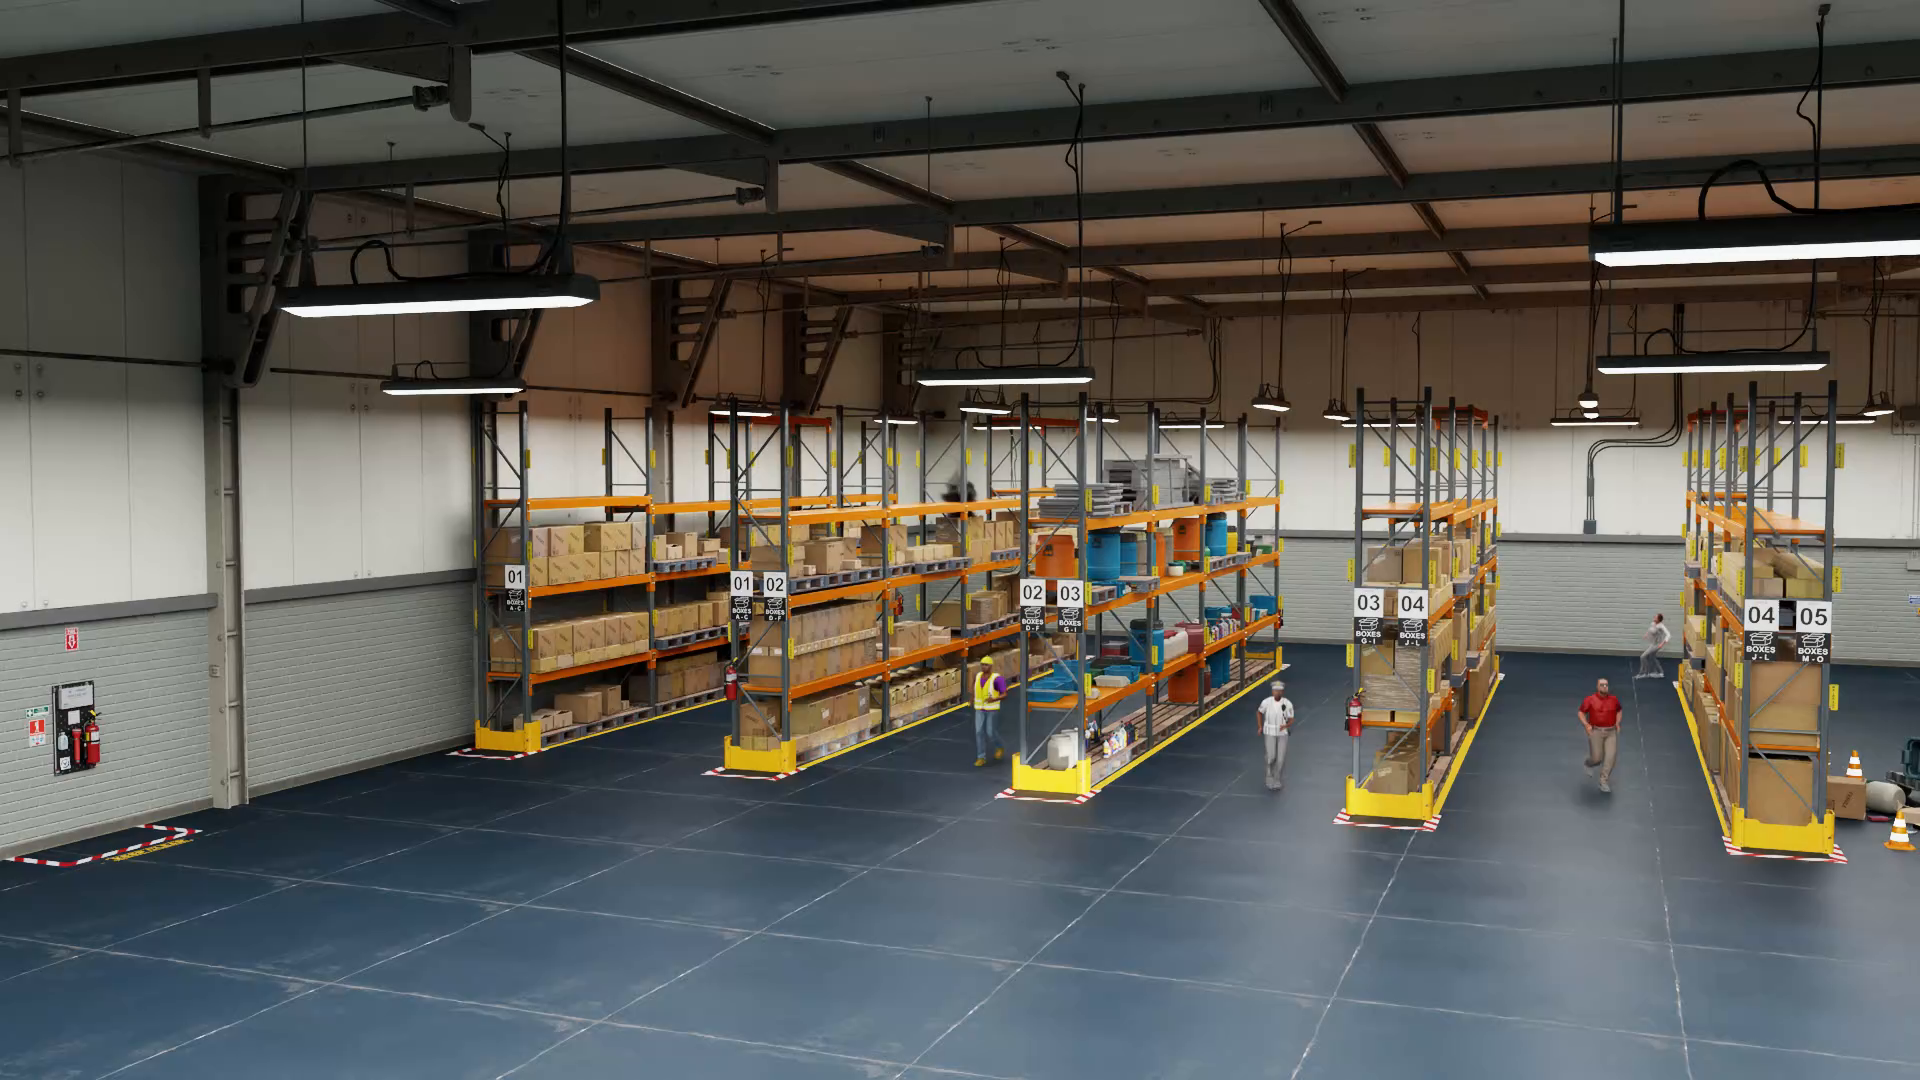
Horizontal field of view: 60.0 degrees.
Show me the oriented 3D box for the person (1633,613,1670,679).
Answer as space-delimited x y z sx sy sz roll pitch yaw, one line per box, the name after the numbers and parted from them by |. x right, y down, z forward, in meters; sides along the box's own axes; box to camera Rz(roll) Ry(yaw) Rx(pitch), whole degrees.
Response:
15.701 2.412 37.806 0.688 1.538 0.681 1 3 12 | person

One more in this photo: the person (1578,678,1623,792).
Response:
9.741 2.939 25.249 0.664 1.688 0.654 0 3 3 | person

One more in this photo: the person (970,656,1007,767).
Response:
0.448 2.789 27.292 0.701 1.769 0.827 1 3 26 | person

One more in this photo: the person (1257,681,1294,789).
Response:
4.757 2.939 25.050 0.543 1.650 0.715 0 3 8 | person

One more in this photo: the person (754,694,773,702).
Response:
-3.687 2.625 31.326 0.567 1.661 0.933 1 3 14 | person
